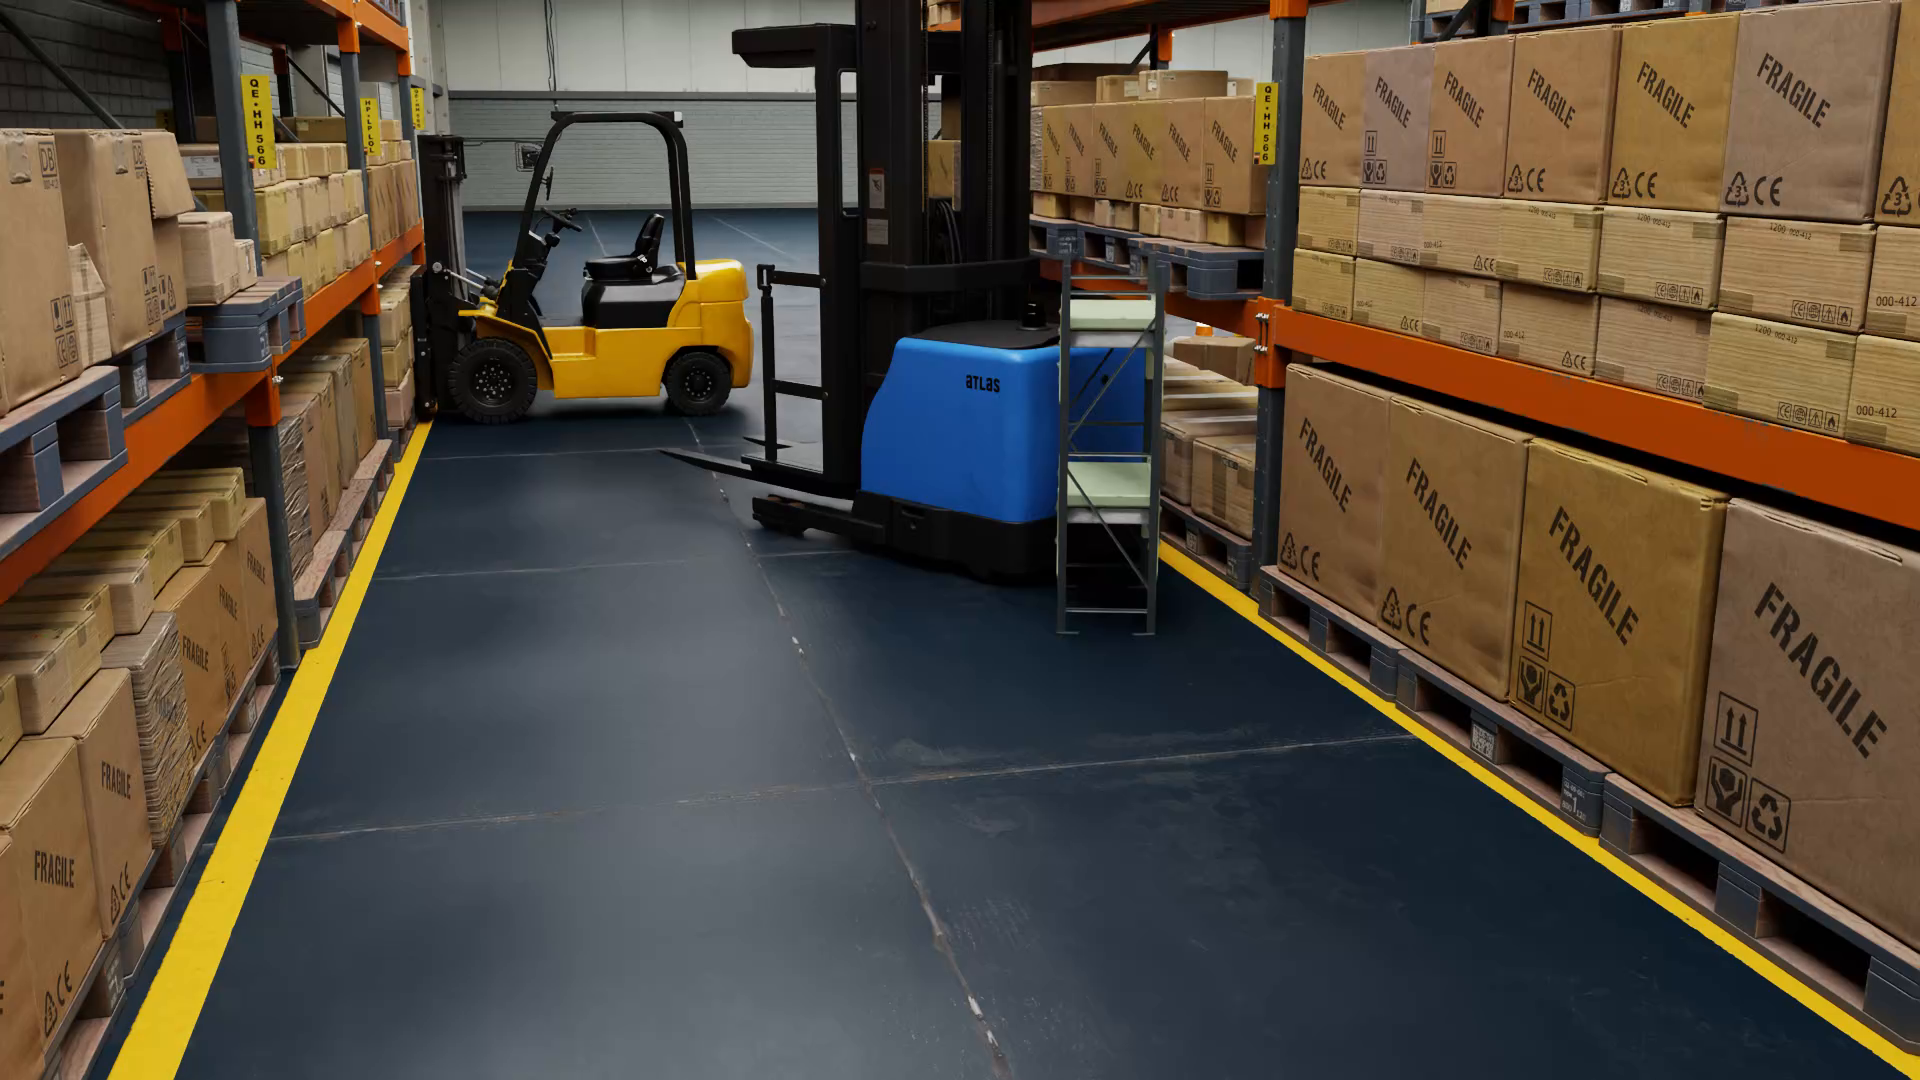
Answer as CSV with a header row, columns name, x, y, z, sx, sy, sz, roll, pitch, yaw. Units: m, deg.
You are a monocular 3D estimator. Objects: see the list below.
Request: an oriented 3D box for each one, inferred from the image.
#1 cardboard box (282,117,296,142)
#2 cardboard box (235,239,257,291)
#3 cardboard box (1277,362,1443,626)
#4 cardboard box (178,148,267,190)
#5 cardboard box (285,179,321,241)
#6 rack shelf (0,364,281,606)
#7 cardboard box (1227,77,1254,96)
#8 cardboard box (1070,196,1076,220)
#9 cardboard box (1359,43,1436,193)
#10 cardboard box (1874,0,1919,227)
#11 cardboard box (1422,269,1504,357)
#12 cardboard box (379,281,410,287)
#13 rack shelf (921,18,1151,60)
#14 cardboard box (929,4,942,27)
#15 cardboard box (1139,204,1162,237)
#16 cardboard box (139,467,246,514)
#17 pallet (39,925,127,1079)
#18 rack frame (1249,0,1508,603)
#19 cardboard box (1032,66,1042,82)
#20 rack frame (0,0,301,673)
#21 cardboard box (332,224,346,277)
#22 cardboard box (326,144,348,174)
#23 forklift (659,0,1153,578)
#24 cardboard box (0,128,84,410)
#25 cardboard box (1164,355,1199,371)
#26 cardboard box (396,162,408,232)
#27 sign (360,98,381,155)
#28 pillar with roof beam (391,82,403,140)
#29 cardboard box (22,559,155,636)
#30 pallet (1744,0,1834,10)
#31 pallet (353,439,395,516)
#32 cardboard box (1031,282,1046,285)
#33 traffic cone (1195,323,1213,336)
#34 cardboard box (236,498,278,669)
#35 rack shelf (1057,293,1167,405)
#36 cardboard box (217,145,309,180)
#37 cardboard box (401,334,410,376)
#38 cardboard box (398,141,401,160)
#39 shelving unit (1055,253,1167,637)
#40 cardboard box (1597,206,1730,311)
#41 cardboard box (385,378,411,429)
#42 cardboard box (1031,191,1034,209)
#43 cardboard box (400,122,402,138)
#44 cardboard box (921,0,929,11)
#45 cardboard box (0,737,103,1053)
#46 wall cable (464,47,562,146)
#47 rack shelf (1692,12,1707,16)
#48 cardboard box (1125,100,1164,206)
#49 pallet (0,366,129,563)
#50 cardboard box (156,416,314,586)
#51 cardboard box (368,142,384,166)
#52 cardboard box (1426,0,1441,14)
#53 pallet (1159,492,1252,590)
name,x,y,z,sx,sy,sz,roll,pitch,yaw
cardboard box,-3.932,-2.515,10.197,0.380,0.149,0.250,-3,14,-12
cardboard box,-2.512,-0.892,5.400,0.380,0.149,0.250,-3,14,-12
cardboard box,1.866,-0.225,6.620,0.875,0.875,0.875,-3,14,-14
cardboard box,-2.828,-1.393,6.232,0.380,0.149,0.250,-3,14,-12
cardboard box,-3.128,-1.463,7.358,0.500,0.250,0.500,-4,14,-15
rack shelf,-2.570,-0.129,4.150,1.077,0.370,4.000,-3,14,-13
cardboard box,1.435,-2.538,9.406,0.380,0.149,0.250,-4,14,-16
cardboard box,0.859,-1.958,9.764,0.380,0.149,0.250,-2,14,-10
cardboard box,1.788,-1.510,5.971,0.500,0.500,0.500,-3,14,-13
cardboard box,2.375,-0.918,3.546,0.500,0.500,0.500,-3,14,-11
cardboard box,1.910,-0.779,5.610,0.500,0.250,0.500,-3,14,-11
cardboard box,-4.142,-1.700,11.866,0.500,0.250,0.500,-4,14,-14
rack shelf,0.375,-3.709,12.484,1.077,0.370,4.000,-3,14,-13
cardboard box,-0.025,-4.005,12.711,0.380,0.149,0.250,-3,14,-13
cardboard box,1.113,-1.596,8.285,0.380,0.149,0.250,-3,14,-12
cardboard box,-2.677,-0.145,5.714,0.380,0.149,0.250,-4,14,-16
pallet,-2.328,1.152,3.267,1.003,0.211,1.213,-3,14,-13
rack frame,1.784,-1.217,7.089,1.000,3.000,0.127,-3,14,-13
cardboard box,0.854,-3.051,11.653,0.700,0.500,0.500,-3,14,-13
rack frame,-3.040,-0.940,5.953,1.000,3.000,0.127,-3,14,-13
cardboard box,-3.396,-1.456,8.382,0.500,0.250,0.500,-3,14,-13
cardboard box,-3.408,-1.989,8.669,0.380,0.149,0.250,-4,14,-15
forklift,-0.439,-1.529,8.509,1.130,2.935,3.031,-13,19,-43
cardboard box,-2.118,-0.513,3.111,0.700,0.500,0.500,-3,14,-13
cardboard box,0.971,-0.947,10.633,0.950,0.372,0.625,-3,14,-12
cardboard box,-4.314,-2.497,12.115,0.500,0.500,0.500,-4,14,-14
sign,-3.454,-2.419,9.735,0.100,0.325,0.005,-3,14,-13
pillar with roof beam,-5.674,-9.881,29.911,9.100,9.000,0.400,-3,14,-13
cardboard box,-2.393,0.163,4.456,0.380,0.149,0.250,-4,14,-16
pallet,5.896,-3.595,10.903,0.805,0.209,1.217,-4,14,-15
pallet,-3.768,-0.340,9.374,1.003,0.211,1.213,-3,14,-13
cardboard box,0.324,-1.611,12.031,0.500,0.500,0.500,-3,14,-12
traffic cone,2.260,-1.943,15.407,0.336,0.463,0.334,-3,14,-13
cardboard box,-2.731,0.156,5.850,0.500,0.500,0.500,-3,14,-12
rack shelf,0.623,-0.804,6.915,0.431,0.370,0.720,1,14,4
cardboard box,-3.141,-1.690,7.449,0.380,0.149,0.250,-3,14,-12
cardboard box,-3.913,-1.219,10.950,0.500,0.250,0.500,-3,14,-13
cardboard box,-4.474,-2.964,12.661,0.380,0.149,0.250,-3,14,-12
shelving unit,0.623,-0.425,7.008,0.431,1.500,0.755,1,14,4
cardboard box,2.132,-0.787,4.589,0.500,0.250,0.500,-3,14,-12
cardboard box,-3.771,-0.861,10.539,0.500,0.250,0.500,-3,14,-13
cardboard box,0.499,-2.422,11.182,0.500,0.500,0.500,-4,14,-15
cardboard box,-4.454,-3.109,12.626,0.380,0.149,0.250,-3,14,-12
cardboard box,-0.126,-4.344,13.256,0.500,0.250,0.500,-3,14,-14
cardboard box,-2.130,0.747,3.432,0.500,0.500,0.500,-3,14,-14
wall cable,-12.083,-11.654,43.712,3.097,2.526,0.112,-3,14,-13
rack shelf,6.103,-3.086,9.932,1.077,0.370,4.000,-3,14,-13
cardboard box,1.156,-1.939,8.320,0.500,0.500,0.500,-4,14,-17
pallet,-2.182,-0.114,2.978,1.003,0.211,1.213,-3,14,-13
cardboard box,-3.173,-0.135,6.777,0.875,0.625,0.625,-3,14,-11
cardboard box,-3.935,-2.494,10.736,0.380,0.149,0.250,-3,14,-12
cardboard box,4.462,-4.853,15.083,0.380,0.149,0.250,-3,14,-13
pallet,1.602,-0.043,8.158,1.003,0.211,1.213,-3,14,-13
